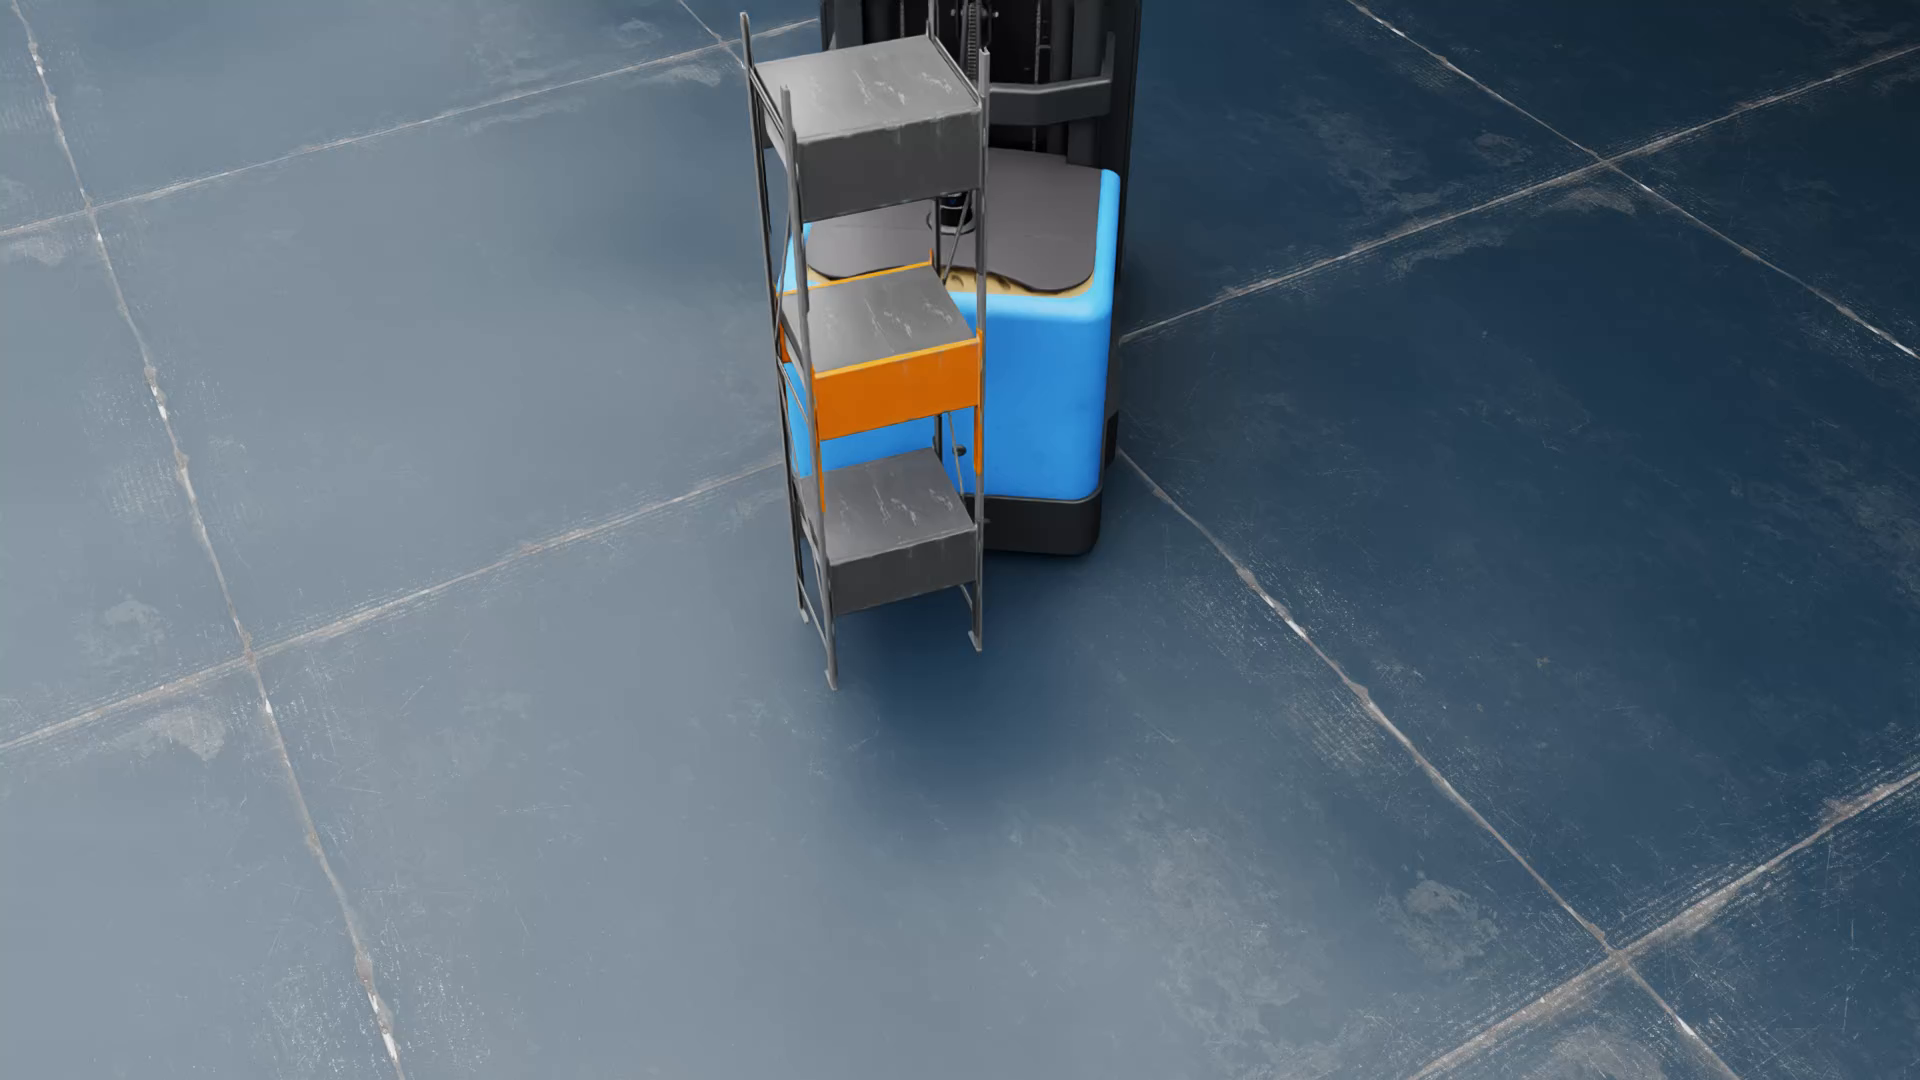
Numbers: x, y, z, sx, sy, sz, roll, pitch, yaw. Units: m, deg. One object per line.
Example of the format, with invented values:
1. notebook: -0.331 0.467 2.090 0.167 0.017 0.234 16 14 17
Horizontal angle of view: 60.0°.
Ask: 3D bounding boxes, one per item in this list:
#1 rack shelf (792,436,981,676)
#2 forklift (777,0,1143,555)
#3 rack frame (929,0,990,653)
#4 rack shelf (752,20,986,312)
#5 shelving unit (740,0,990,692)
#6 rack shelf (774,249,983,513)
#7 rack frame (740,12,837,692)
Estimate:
1. rack shelf: -0.234 0.049 5.216 0.480 0.518 0.431 -14 46 -14
2. forklift: 0.095 -2.029 5.736 1.130 2.935 3.031 4 44 4
3. rack frame: -0.005 -0.521 4.779 0.015 2.100 0.400 -14 46 -14
4. rack shelf: -0.234 -0.955 4.241 0.480 0.518 0.431 -14 46 -14
5. shelving unit: -0.234 -0.463 4.719 0.503 2.100 0.431 -14 46 -14
6. rack shelf: -0.234 -0.453 4.729 0.480 0.518 0.431 -14 46 -14
7. rack frame: -0.463 -0.405 4.659 0.015 2.100 0.400 -14 46 -14
